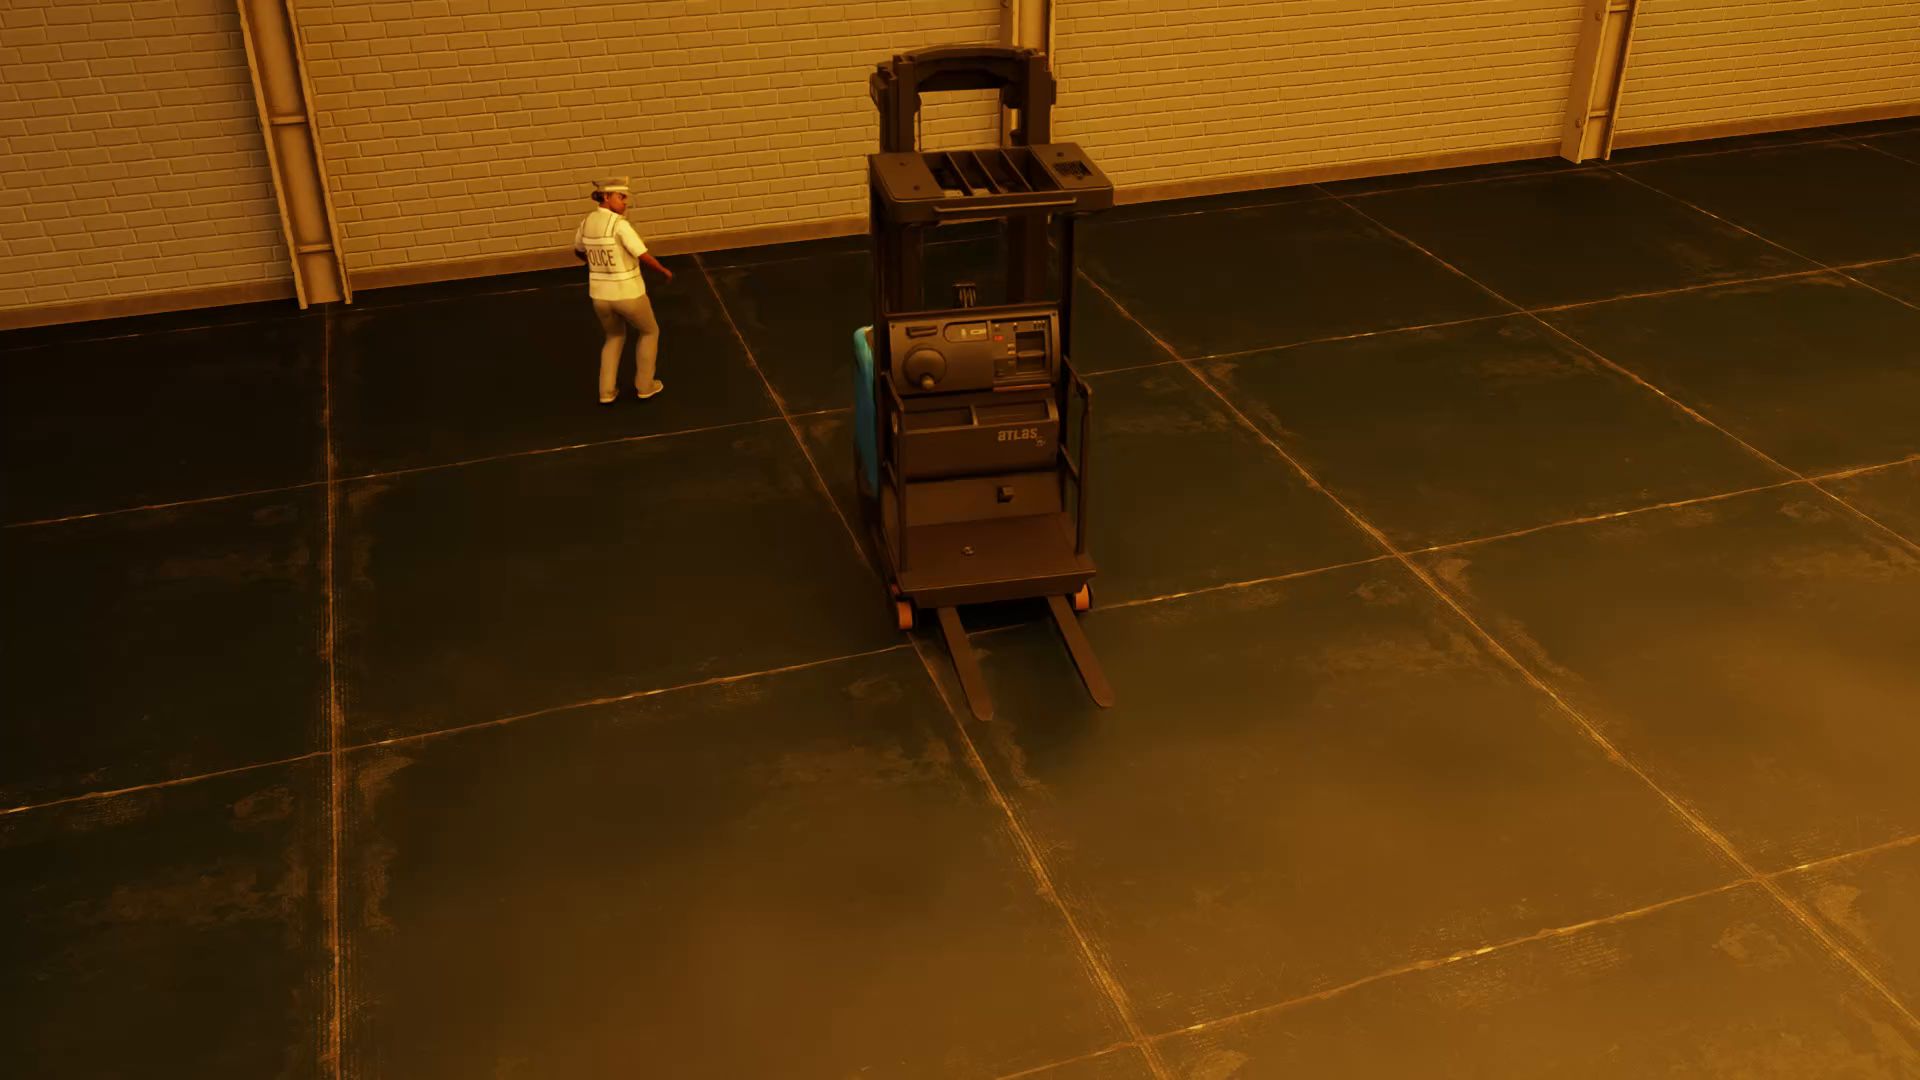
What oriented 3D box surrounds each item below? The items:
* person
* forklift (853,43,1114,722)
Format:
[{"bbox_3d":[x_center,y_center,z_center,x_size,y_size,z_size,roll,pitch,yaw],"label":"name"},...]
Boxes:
[{"bbox_3d":[-2.318,-1.715,11.428,0.691,1.630,0.577,12,32,20],"label":"person"},{"bbox_3d":[0.125,-0.972,8.777,1.130,2.935,3.031,-6,30,-10],"label":"forklift"}]
